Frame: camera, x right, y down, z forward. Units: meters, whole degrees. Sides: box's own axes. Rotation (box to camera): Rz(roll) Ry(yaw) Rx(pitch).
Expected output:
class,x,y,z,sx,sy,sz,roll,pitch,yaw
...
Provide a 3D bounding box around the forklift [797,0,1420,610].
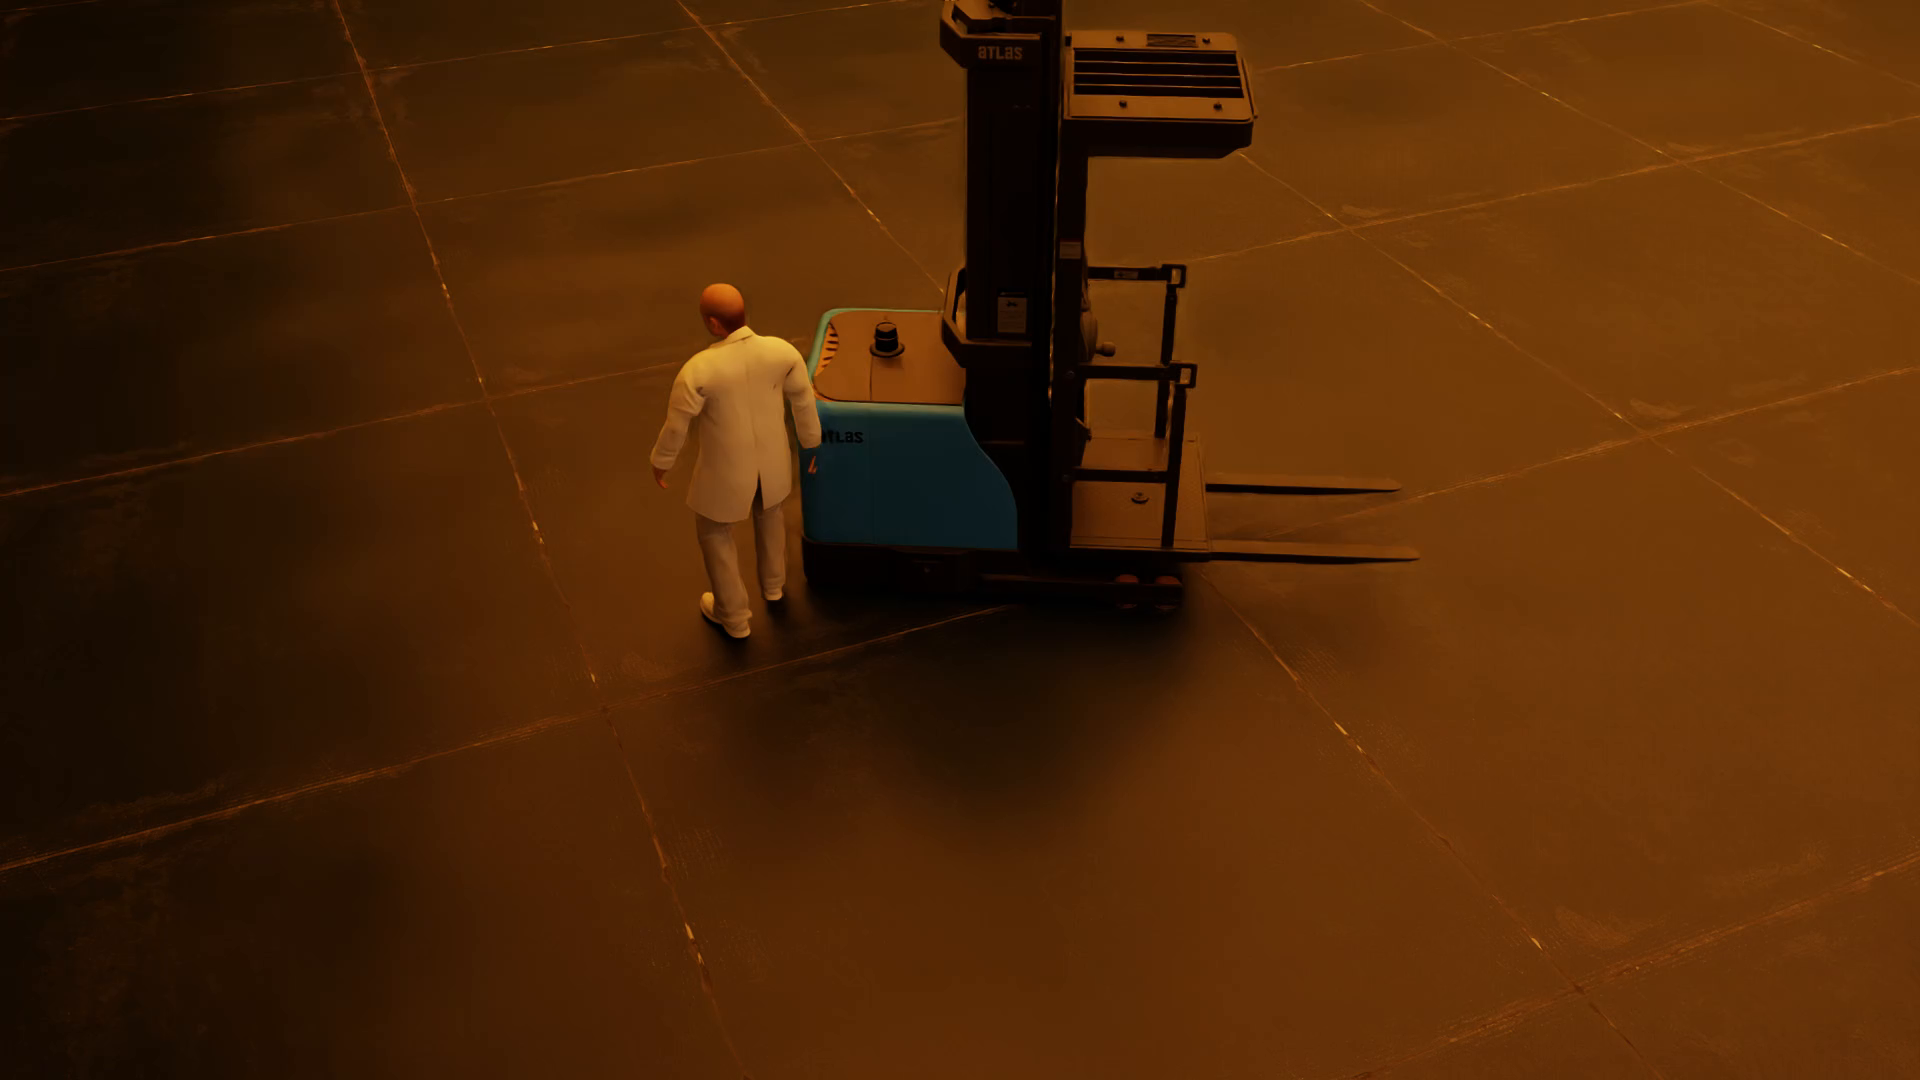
class,x,y,z,sx,sy,sz,roll,pitch,yaw
forklift,0.759,-1.172,7.747,3.031,2.935,1.130,2,35,3

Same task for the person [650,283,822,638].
class,x,y,z,sx,sy,sz,roll,pitch,yaw
person,-1.044,-0.413,7.698,0.800,1.752,0.555,-19,40,-24
